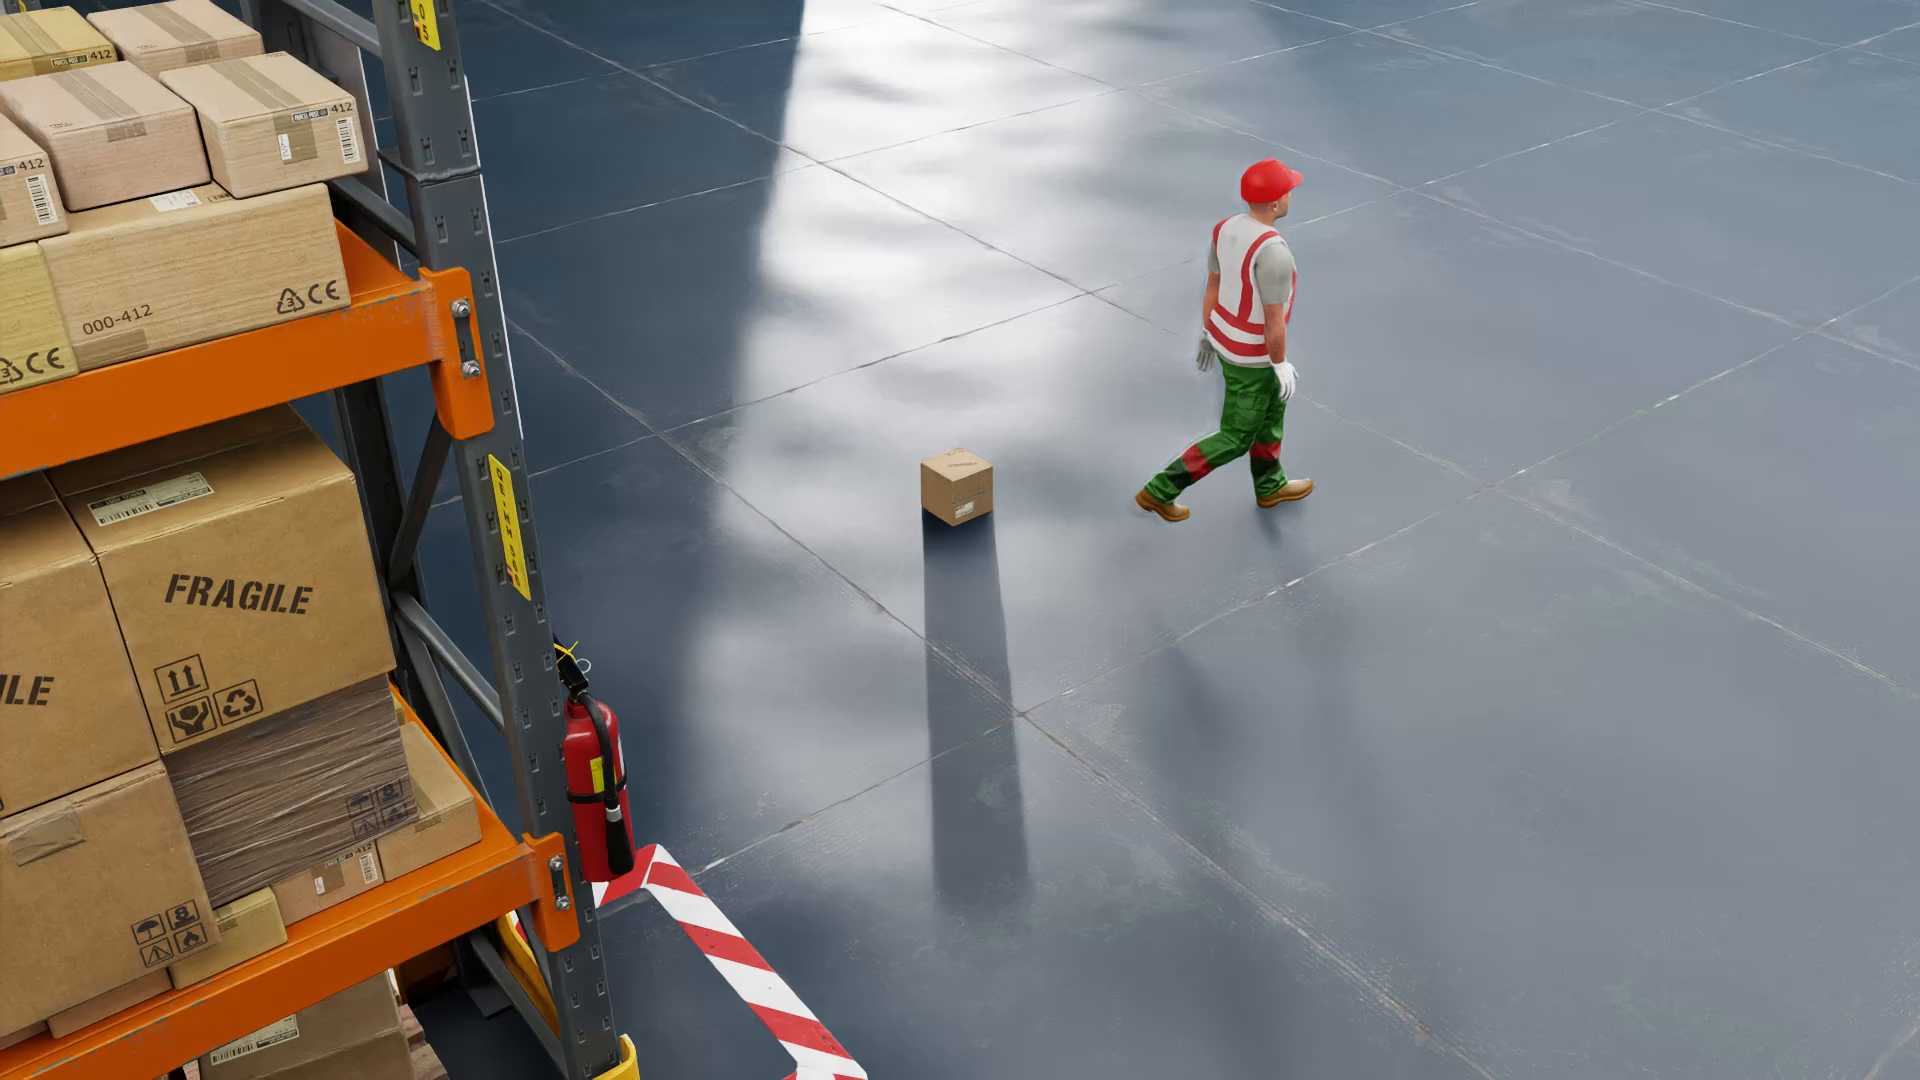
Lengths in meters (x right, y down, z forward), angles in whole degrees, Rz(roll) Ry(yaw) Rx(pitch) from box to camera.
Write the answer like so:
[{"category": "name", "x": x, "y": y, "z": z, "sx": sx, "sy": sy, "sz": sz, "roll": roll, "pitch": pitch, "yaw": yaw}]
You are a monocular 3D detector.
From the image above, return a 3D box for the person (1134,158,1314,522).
[{"category": "person", "x": 1.262, "y": -0.856, "z": 7.493, "sx": 0.990, "sy": 1.758, "sz": 0.533, "roll": -8, "pitch": 33, "yaw": -13}]
